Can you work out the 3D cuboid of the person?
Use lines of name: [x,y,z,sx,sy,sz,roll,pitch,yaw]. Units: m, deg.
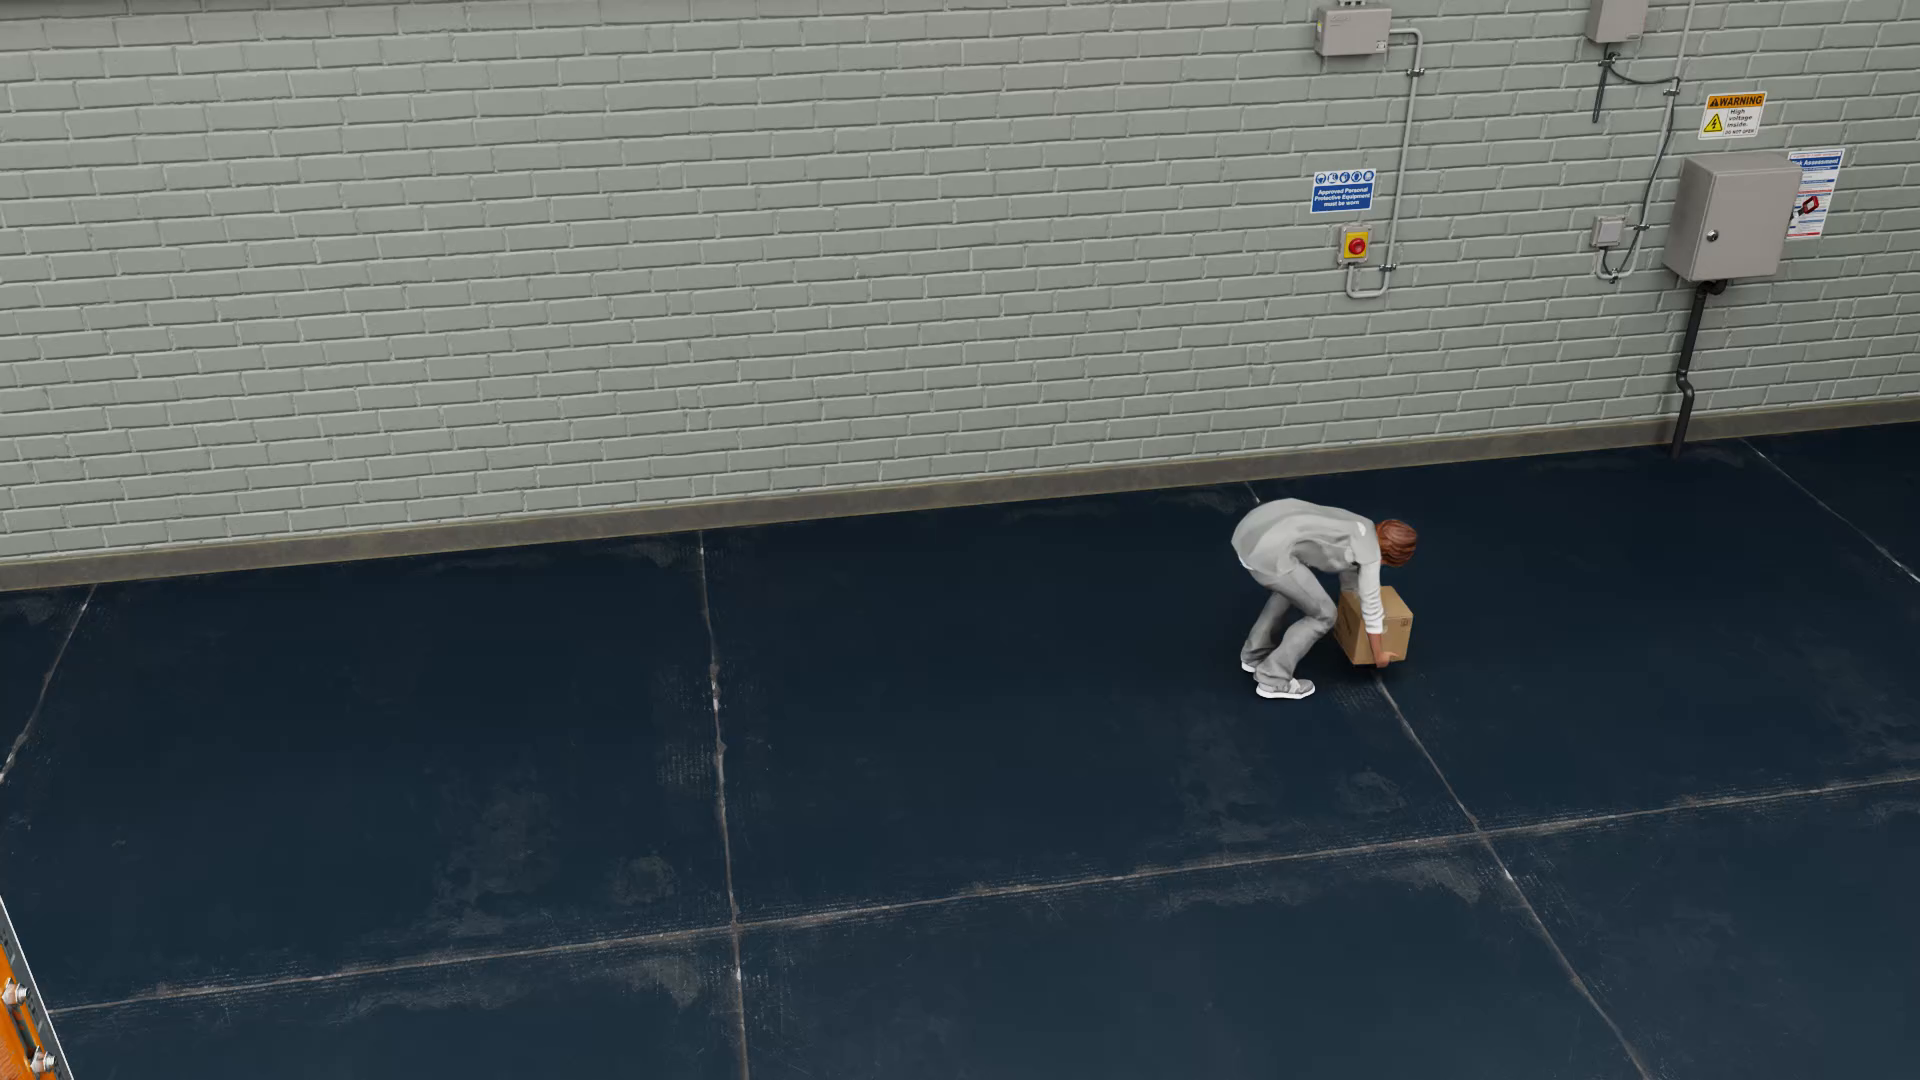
person: [1.608,0.230,7.413,0.861,0.924,0.415,-7,32,-11]
